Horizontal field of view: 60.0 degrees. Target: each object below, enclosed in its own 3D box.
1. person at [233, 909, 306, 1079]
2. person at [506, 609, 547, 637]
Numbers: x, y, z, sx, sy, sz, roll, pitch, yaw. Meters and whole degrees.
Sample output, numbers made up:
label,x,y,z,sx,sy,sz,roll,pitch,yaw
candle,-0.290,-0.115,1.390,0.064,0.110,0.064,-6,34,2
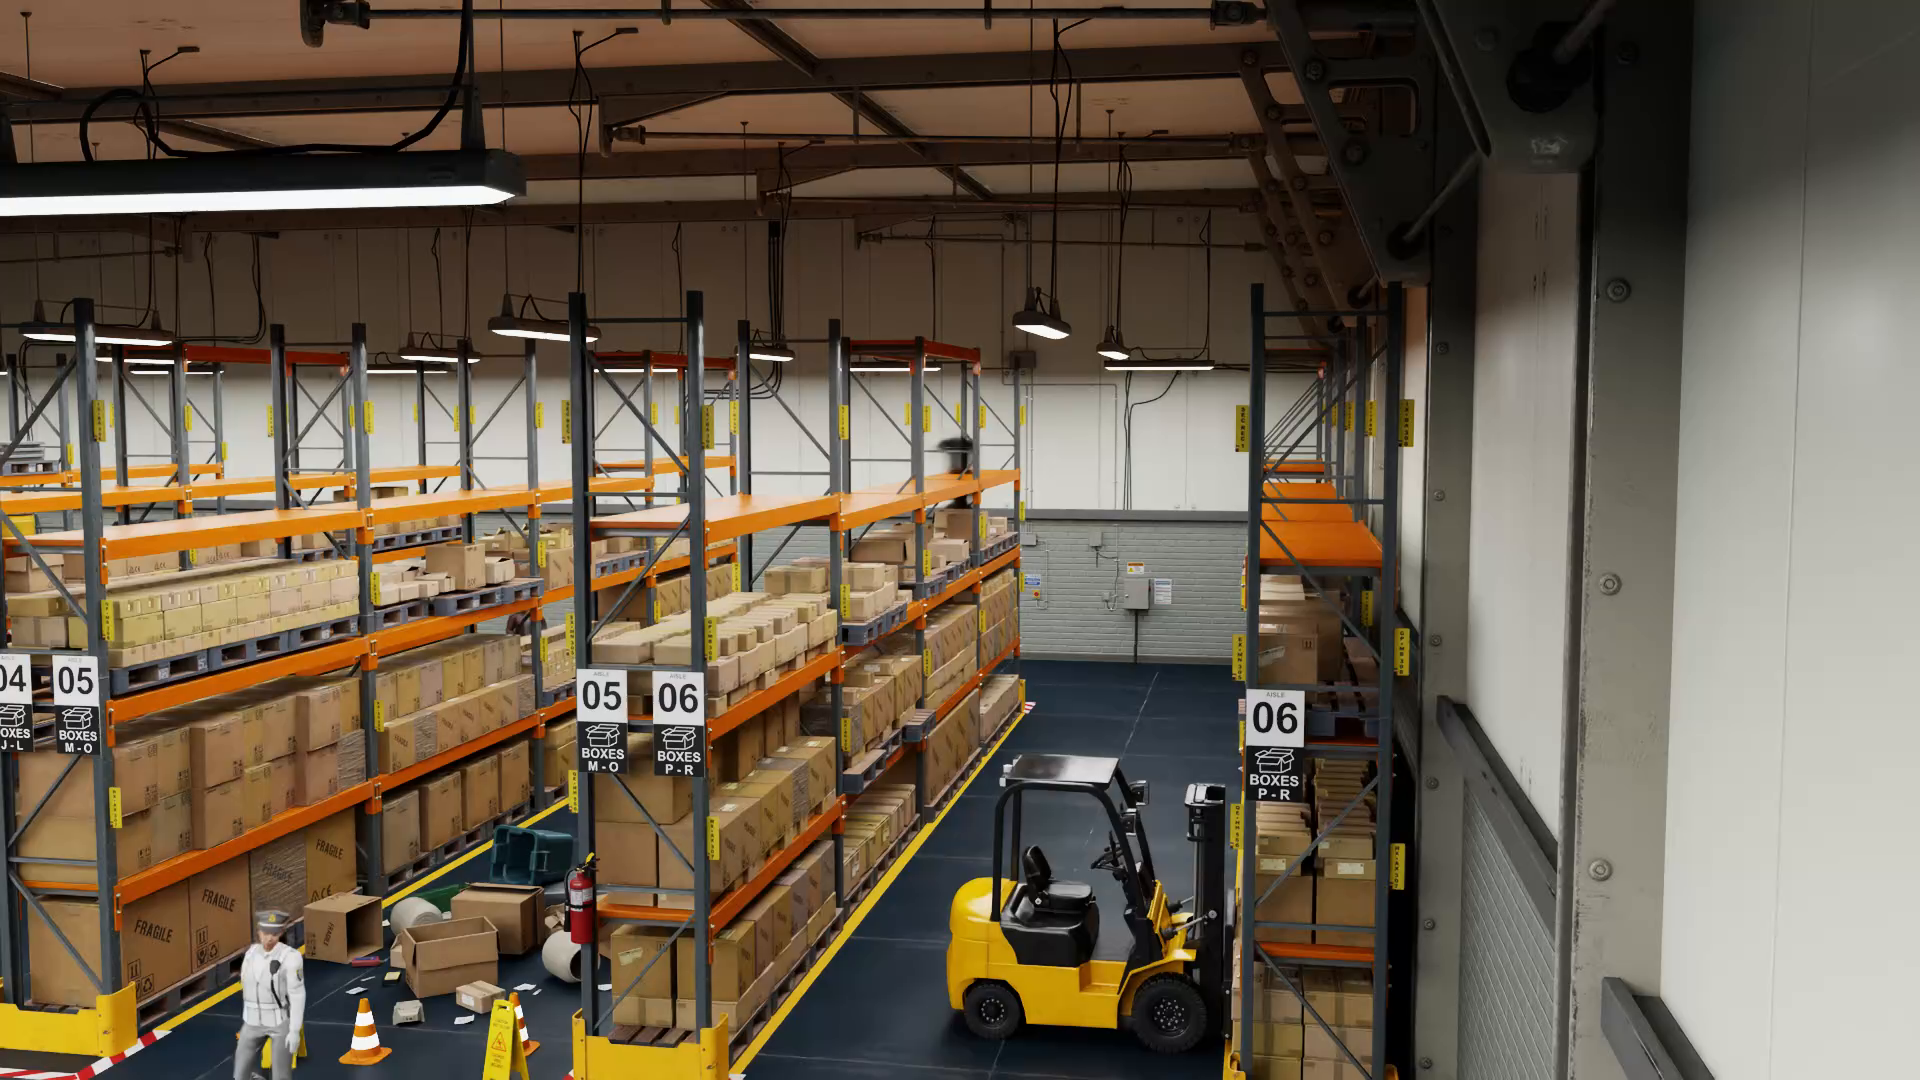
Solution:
label,x,y,z,sx,sy,sz,roll,pitch,yaw
person,-4.826,3.387,11.649,0.564,1.664,0.443,1,5,7
person,-7.682,1.926,29.451,0.691,1.821,0.800,-1,5,-13
